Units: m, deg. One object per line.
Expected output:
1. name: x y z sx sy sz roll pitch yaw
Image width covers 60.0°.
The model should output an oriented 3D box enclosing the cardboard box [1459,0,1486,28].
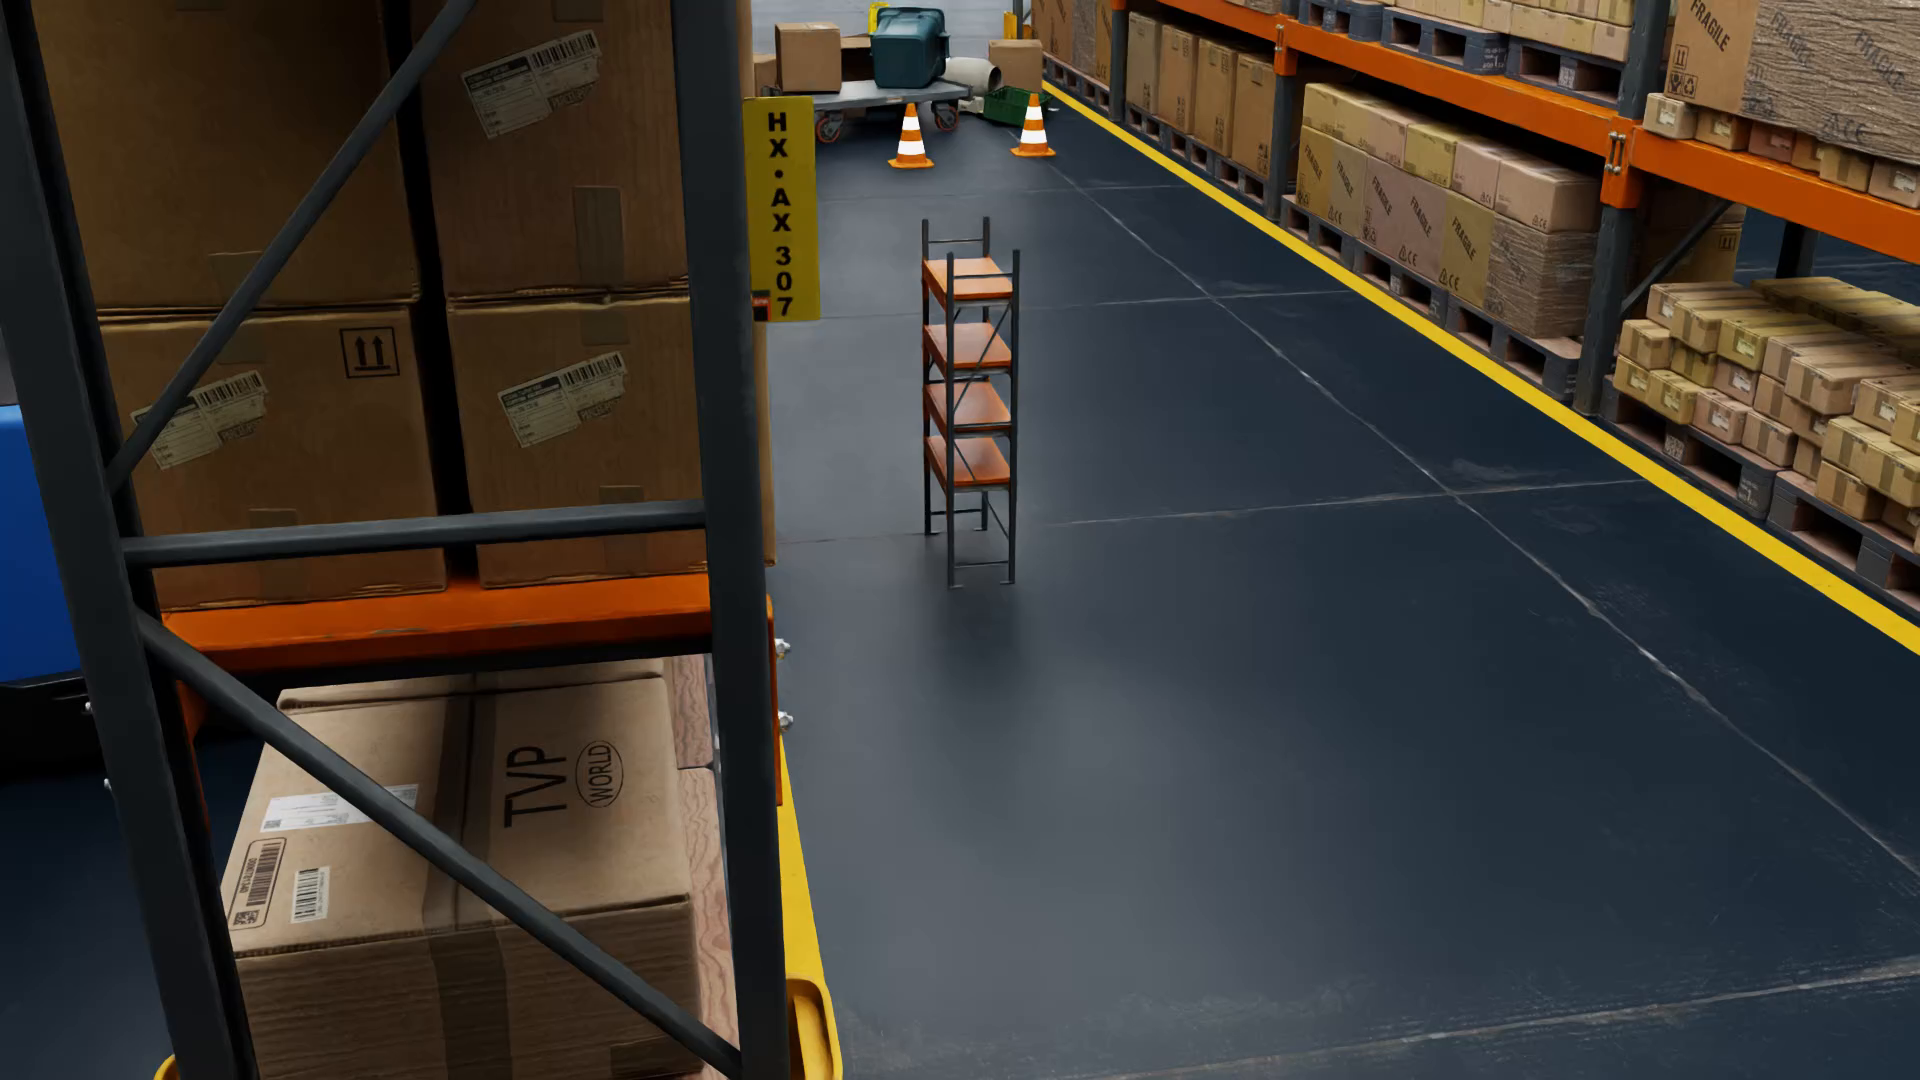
1. cardboard box: 2.790 -2.715 8.507 0.380 0.149 0.250 -3 24 -7

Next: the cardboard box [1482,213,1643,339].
1. cardboard box: 2.918 -1.303 8.084 0.500 0.500 0.500 -5 24 -11

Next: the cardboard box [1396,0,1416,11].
1. cardboard box: 2.650 -3.021 9.208 0.380 0.149 0.250 -4 24 -8

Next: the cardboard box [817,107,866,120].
1. cardboard box: -1.064 -3.950 14.963 0.396 0.266 0.258 18 29 36

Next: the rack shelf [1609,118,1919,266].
1. rack shelf: 3.672 -0.867 5.386 1.077 0.370 4.000 -4 24 -10

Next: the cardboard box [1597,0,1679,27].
1. cardboard box: 3.035 -2.339 7.275 0.380 0.149 0.250 -4 24 -8

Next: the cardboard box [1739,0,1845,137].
1. cardboard box: 3.245 -1.758 6.031 0.500 0.500 0.500 -4 24 -10

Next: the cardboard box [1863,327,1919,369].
1. cardboard box: 3.735 -0.719 6.442 0.380 0.149 0.250 -4 24 -8

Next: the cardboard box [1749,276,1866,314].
1. cardboard box: 3.624 -1.021 7.135 0.380 0.149 0.250 -4 24 -8

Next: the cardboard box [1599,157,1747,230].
1. cardboard box: 3.426 -1.684 8.020 0.500 0.250 0.500 -5 24 -12

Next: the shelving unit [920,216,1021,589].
1. shelving unit: 0.031 -0.485 5.861 0.258 1.200 0.503 -4 24 -10

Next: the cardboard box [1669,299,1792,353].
1. cardboard box: 3.155 -0.879 6.808 0.380 0.149 0.250 -3 24 -7

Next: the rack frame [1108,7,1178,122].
1. rack frame: 1.823 -5.130 14.249 1.000 3.000 0.127 -4 24 -10

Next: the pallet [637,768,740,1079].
1. pallet: -1.029 0.965 3.776 1.003 0.211 1.213 -4 24 -10

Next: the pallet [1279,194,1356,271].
1. pallet: 2.706 -1.971 10.500 1.003 0.211 1.213 -4 24 -10

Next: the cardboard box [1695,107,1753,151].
1. cardboard box: 3.154 -1.637 6.563 0.380 0.149 0.250 -4 24 -8

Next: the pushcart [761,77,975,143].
1. pushcart: -0.791 -3.711 14.275 1.648 0.377 0.936 -13 27 -28

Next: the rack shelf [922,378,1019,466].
1. rack shelf: 0.031 -0.423 5.888 0.258 0.148 0.480 -4 24 -10

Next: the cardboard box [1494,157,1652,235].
1. cardboard box: 2.916 -1.648 7.938 0.500 0.250 0.500 -5 24 -11

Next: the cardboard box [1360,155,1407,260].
1. cardboard box: 2.639 -1.908 9.468 0.500 0.500 0.500 -5 24 -11

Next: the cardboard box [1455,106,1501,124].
1. cardboard box: 3.130 -2.299 9.427 0.500 0.250 0.500 -4 24 -9

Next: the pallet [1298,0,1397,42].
1. pallet: 2.799 -3.196 10.061 1.213 0.211 1.003 -4 24 -10

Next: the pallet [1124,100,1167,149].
1. pallet: 2.040 -3.554 14.124 1.003 0.211 1.213 -4 24 -10

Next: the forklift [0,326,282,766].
1. forklift: -3.469 -0.744 4.292 3.031 2.935 1.130 -10 25 -21

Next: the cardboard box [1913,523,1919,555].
1. cardboard box: 3.431 0.008 5.522 0.380 0.149 0.250 -4 24 -9

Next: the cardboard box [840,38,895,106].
1. cardboard box: -0.769 -4.345 15.400 0.797 0.637 0.503 -4 24 -10

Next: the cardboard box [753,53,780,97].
1. cardboard box: -1.884 -4.102 15.014 0.500 0.500 0.500 13 27 27

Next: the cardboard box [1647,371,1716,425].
1. cardboard box: 3.103 -0.598 6.908 0.380 0.149 0.250 -4 24 -8

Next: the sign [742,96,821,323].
1. sign: -0.257 -0.476 2.411 0.100 0.325 0.005 -4 24 -10

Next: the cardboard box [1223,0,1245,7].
1. cardboard box: 2.125 -3.956 11.436 0.500 0.500 0.500 -4 24 -10

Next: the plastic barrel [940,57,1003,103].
1. plastic barrel: 0.106 -4.282 15.526 0.512 0.421 0.421 13 27 27

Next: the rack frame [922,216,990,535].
1. rack frame: -0.015 -0.581 6.081 0.240 1.200 0.015 -4 24 -10

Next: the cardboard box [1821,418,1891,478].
1. cardboard box: 3.330 -0.333 5.931 0.380 0.149 0.250 -4 24 -10

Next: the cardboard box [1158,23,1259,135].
1. cardboard box: 2.201 -3.674 13.202 1.050 0.750 0.750 -4 24 -10

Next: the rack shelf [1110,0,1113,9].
1. rack shelf: 1.453 -5.587 16.194 1.077 0.370 4.000 -4 24 -10

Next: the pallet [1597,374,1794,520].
1. pallet: 3.461 -0.444 7.003 1.003 0.211 1.213 -4 24 -10

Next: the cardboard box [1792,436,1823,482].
1. cardboard box: 3.380 -0.304 6.237 0.380 0.149 0.250 -5 24 -12

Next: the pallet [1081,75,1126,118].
1. pallet: 1.759 -4.157 15.505 1.003 0.211 1.213 -4 24 -10

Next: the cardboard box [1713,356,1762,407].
1. cardboard box: 3.270 -0.653 6.664 0.380 0.149 0.250 -4 24 -10

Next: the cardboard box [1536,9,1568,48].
1. cardboard box: 2.942 -2.403 7.793 0.380 0.149 0.250 -4 24 -10

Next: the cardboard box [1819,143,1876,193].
1. cardboard box: 3.282 -1.324 5.848 0.380 0.149 0.250 -4 24 -9

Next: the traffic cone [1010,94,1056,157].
1. traffic cone: 0.587 -3.328 13.293 0.336 0.463 0.334 -4 24 -10

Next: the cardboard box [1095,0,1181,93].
1. cardboard box: 1.776 -4.601 15.168 0.875 0.875 0.875 -4 24 -9

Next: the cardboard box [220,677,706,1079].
1. cardboard box: -1.024 0.726 3.518 0.875 0.438 0.875 -5 24 -12

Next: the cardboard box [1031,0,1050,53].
1. cardboard box: 1.274 -5.660 17.593 0.875 0.875 0.875 -4 24 -9

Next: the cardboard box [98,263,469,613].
1. cardboard box: -1.153 -0.220 2.881 0.500 0.500 0.500 -4 24 -9

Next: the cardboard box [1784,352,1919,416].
1. cardboard box: 3.288 -0.576 6.114 0.380 0.149 0.250 -4 24 -9

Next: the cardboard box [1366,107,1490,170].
1. cardboard box: 2.625 -2.263 9.346 0.500 0.250 0.500 -4 24 -9

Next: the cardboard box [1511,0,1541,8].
1. cardboard box: 2.887 -2.648 7.982 0.380 0.149 0.250 -5 24 -11
